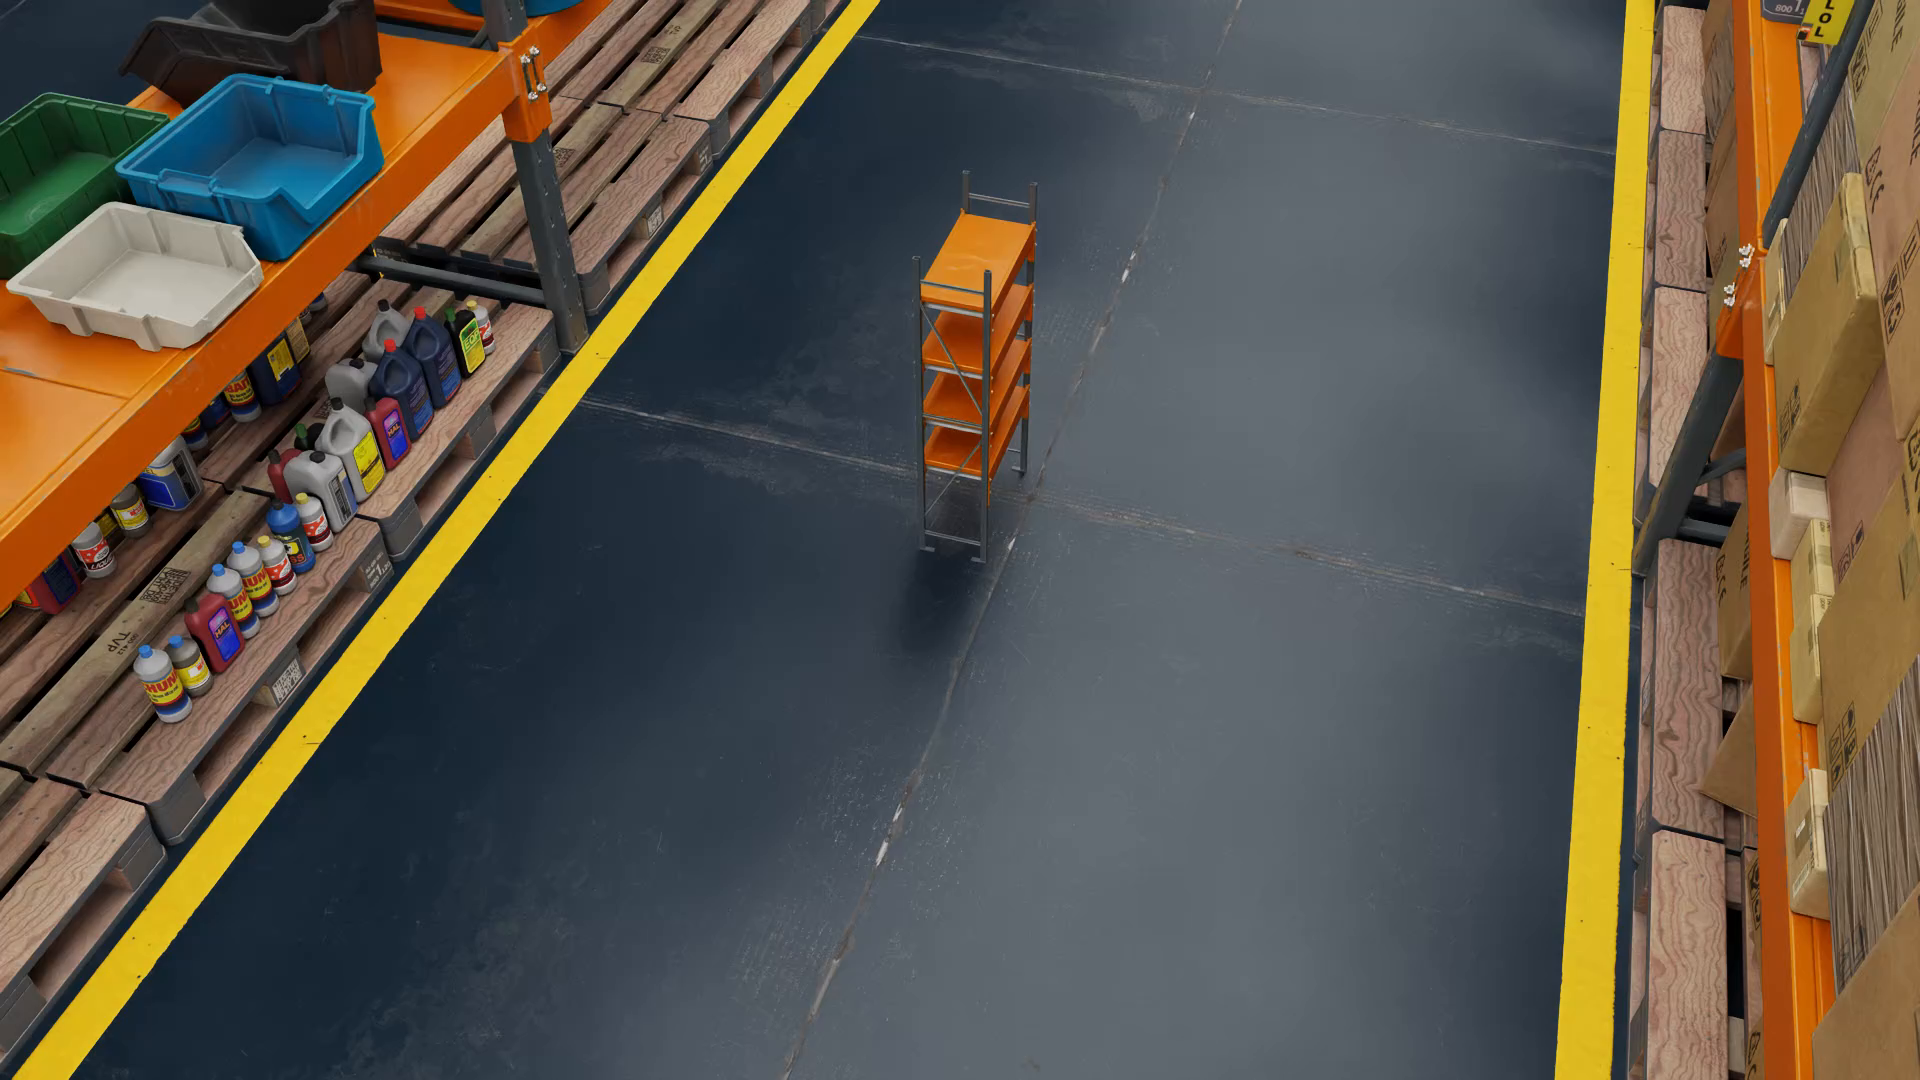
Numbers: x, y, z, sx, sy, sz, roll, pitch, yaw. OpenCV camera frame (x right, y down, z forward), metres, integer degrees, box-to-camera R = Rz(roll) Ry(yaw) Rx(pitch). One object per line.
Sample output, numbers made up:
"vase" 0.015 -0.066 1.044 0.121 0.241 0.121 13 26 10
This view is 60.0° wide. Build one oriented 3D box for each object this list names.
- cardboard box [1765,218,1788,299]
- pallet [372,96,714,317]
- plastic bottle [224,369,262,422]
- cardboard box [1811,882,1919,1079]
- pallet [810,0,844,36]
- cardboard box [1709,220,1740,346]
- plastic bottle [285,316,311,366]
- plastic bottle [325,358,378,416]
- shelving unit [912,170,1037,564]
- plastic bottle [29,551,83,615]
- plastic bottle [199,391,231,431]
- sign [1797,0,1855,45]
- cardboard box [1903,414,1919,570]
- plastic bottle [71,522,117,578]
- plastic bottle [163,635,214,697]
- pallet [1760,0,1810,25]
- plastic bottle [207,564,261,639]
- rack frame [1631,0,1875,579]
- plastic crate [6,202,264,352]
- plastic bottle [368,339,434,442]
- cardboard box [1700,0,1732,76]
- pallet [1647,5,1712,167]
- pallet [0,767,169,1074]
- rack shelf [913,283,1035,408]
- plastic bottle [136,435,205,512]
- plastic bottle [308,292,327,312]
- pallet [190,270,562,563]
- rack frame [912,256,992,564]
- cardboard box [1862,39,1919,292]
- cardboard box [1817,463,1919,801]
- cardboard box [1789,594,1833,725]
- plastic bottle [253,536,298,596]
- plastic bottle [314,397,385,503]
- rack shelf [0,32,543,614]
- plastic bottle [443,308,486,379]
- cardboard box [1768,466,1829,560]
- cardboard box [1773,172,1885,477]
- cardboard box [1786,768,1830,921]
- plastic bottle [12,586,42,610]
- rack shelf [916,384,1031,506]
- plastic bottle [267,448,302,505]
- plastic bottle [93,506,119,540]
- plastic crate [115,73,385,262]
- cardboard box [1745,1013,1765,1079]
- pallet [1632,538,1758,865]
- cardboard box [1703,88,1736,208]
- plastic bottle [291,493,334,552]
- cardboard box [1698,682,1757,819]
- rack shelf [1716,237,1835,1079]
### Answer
"cardboard box" 2.413 -0.717 4.517 0.380 0.149 0.250 13 46 13
"pallet" -1.755 -1.470 7.102 1.003 0.211 1.213 13 46 13
"plastic bottle" -2.525 -0.545 5.798 0.097 0.271 0.097 0 44 0
"cardboard box" 1.783 0.919 2.382 0.875 0.500 0.500 13 46 13
"pallet" -1.016 -3.097 8.764 1.003 0.211 1.213 13 46 13
"cardboard box" 3.133 -0.869 5.966 0.700 0.500 0.500 12 46 12
"plastic bottle" -2.441 -0.759 6.008 0.061 0.283 0.133 13 46 13
"plastic bottle" -2.083 -0.515 5.765 0.152 0.276 0.135 13 46 13
"shelving unit" 0.050 -0.539 5.443 0.258 1.200 0.503 13 46 13
"plastic bottle" -2.825 0.088 5.143 0.061 0.283 0.133 13 46 13
"plastic bottle" -2.653 -0.570 5.767 0.144 0.351 0.185 11 45 11
"sign" 2.234 -1.415 4.224 0.100 0.325 0.005 13 46 13
"cardboard box" 1.943 -0.137 2.746 0.500 0.500 0.500 13 46 13
"plastic bottle" -2.760 0.016 5.275 0.097 0.201 0.097 0 44 0
"plastic bottle" -2.290 0.362 4.921 0.097 0.201 0.097 0 44 0
"pallet" 3.415 -2.156 5.945 1.003 0.211 1.213 13 46 13
"plastic bottle" -2.218 0.178 5.060 0.097 0.271 0.097 0 44 0
"rack frame" 2.764 -0.886 4.511 1.000 3.000 0.127 13 46 13
"plastic crate" -2.206 -0.705 4.514 0.530 0.136 0.437 13 46 13
"plastic bottle" -1.935 -0.527 5.724 0.144 0.351 0.185 10 45 10
"cardboard box" 3.792 -2.365 7.495 0.700 0.500 0.500 10 45 10
"pallet" 3.738 -2.035 7.679 1.003 0.211 1.213 13 46 13
"pallet" -2.938 1.127 4.448 1.003 0.211 1.213 13 46 13
"rack shelf" 0.050 -0.651 5.334 0.258 0.148 0.480 13 46 13
"plastic bottle" -2.633 -0.245 5.489 0.152 0.276 0.135 13 46 13
"plastic bottle" -2.470 -0.998 6.261 0.097 0.271 0.097 0 44 0
"pallet" -2.199 -0.500 6.110 1.003 0.211 1.213 13 46 13
"rack frame" -0.024 -0.377 5.277 0.240 1.200 0.015 13 46 13
"cardboard box" 2.236 -0.806 3.430 0.500 0.500 0.500 13 46 13
"cardboard box" 2.138 0.264 3.052 0.875 0.500 0.500 13 46 13
"cardboard box" 1.971 0.286 3.493 0.380 0.149 0.250 13 46 13
"plastic bottle" -2.157 0.070 5.220 0.097 0.201 0.097 0 44 0
"plastic bottle" -2.032 -0.312 5.504 0.144 0.351 0.185 12 46 12
"rack shelf" -2.562 -0.345 4.472 1.077 0.370 4.000 13 46 13
"plastic bottle" -1.787 -0.731 5.980 0.061 0.283 0.133 15 46 15
"cardboard box" 2.094 -0.054 3.840 0.380 0.149 0.250 13 46 13
"cardboard box" 2.384 -0.416 3.746 0.875 0.500 0.500 13 46 13
"cardboard box" 1.797 0.614 3.157 0.380 0.149 0.250 13 46 13
"plastic bottle" -2.927 0.068 5.169 0.152 0.276 0.135 13 46 13
"rack shelf" 0.050 -0.349 5.629 0.258 0.148 0.480 13 46 13
"plastic bottle" -2.187 -0.203 5.440 0.061 0.283 0.133 13 46 13
"plastic bottle" -2.838 -0.162 5.351 0.144 0.351 0.185 14 46 14
"plastic crate" -2.032 -1.087 4.822 0.499 0.251 0.616 13 46 13
"cardboard box" 2.114 1.292 3.772 0.500 0.500 0.500 17 47 16
"pallet" 2.595 0.566 5.021 1.003 0.211 1.213 13 46 13
"cardboard box" 3.471 -1.614 6.727 0.700 0.500 0.500 16 47 16
"plastic bottle" -2.095 -0.067 5.360 0.097 0.201 0.097 0 44 0
"cardboard box" 2.439 0.499 4.583 0.500 0.500 0.500 27 50 25
"rack shelf" 2.159 0.704 3.400 1.077 0.370 4.000 13 46 13
